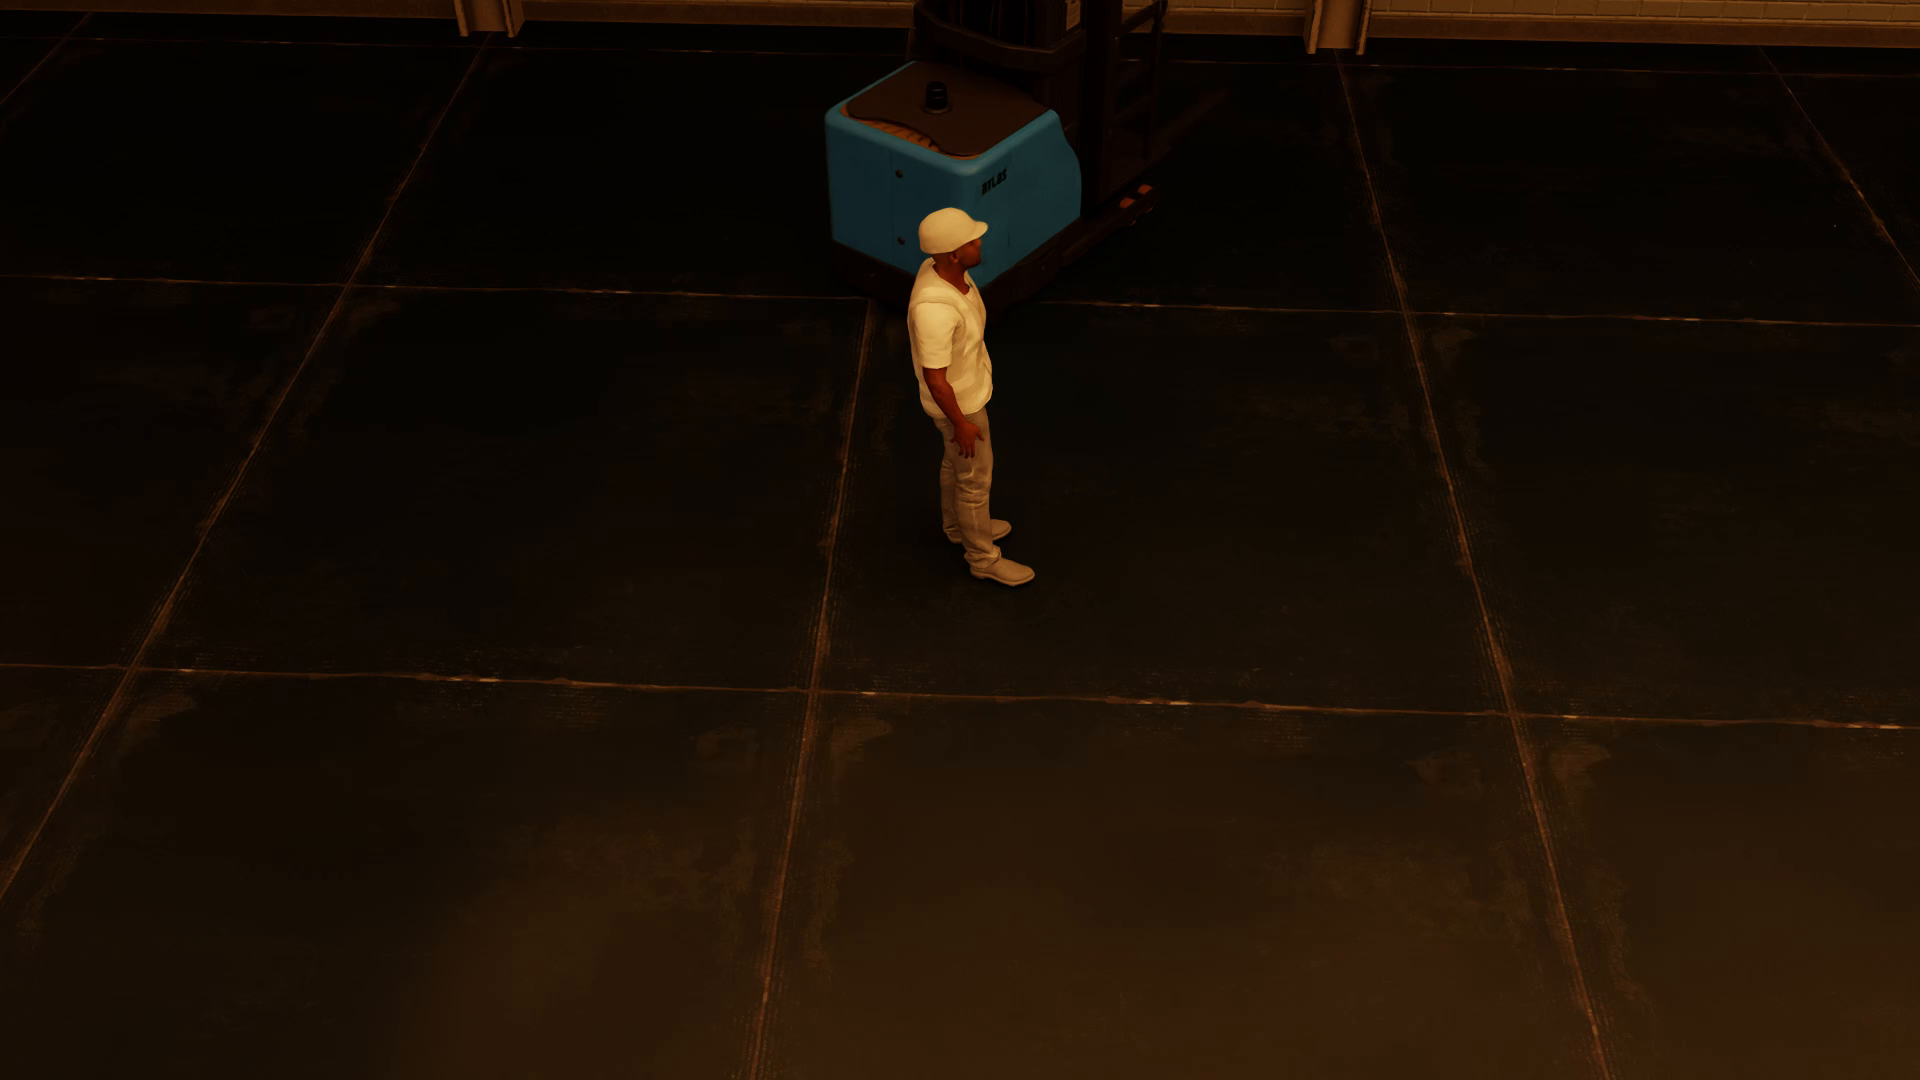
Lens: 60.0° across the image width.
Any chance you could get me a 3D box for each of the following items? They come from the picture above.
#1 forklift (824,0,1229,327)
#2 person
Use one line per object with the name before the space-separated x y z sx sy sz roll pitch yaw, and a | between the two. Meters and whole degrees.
forklift | 0.556 -3.150 9.192 1.130 2.935 3.031 27 49 27
person | 0.069 -0.651 7.309 0.577 1.765 0.665 2 42 2
